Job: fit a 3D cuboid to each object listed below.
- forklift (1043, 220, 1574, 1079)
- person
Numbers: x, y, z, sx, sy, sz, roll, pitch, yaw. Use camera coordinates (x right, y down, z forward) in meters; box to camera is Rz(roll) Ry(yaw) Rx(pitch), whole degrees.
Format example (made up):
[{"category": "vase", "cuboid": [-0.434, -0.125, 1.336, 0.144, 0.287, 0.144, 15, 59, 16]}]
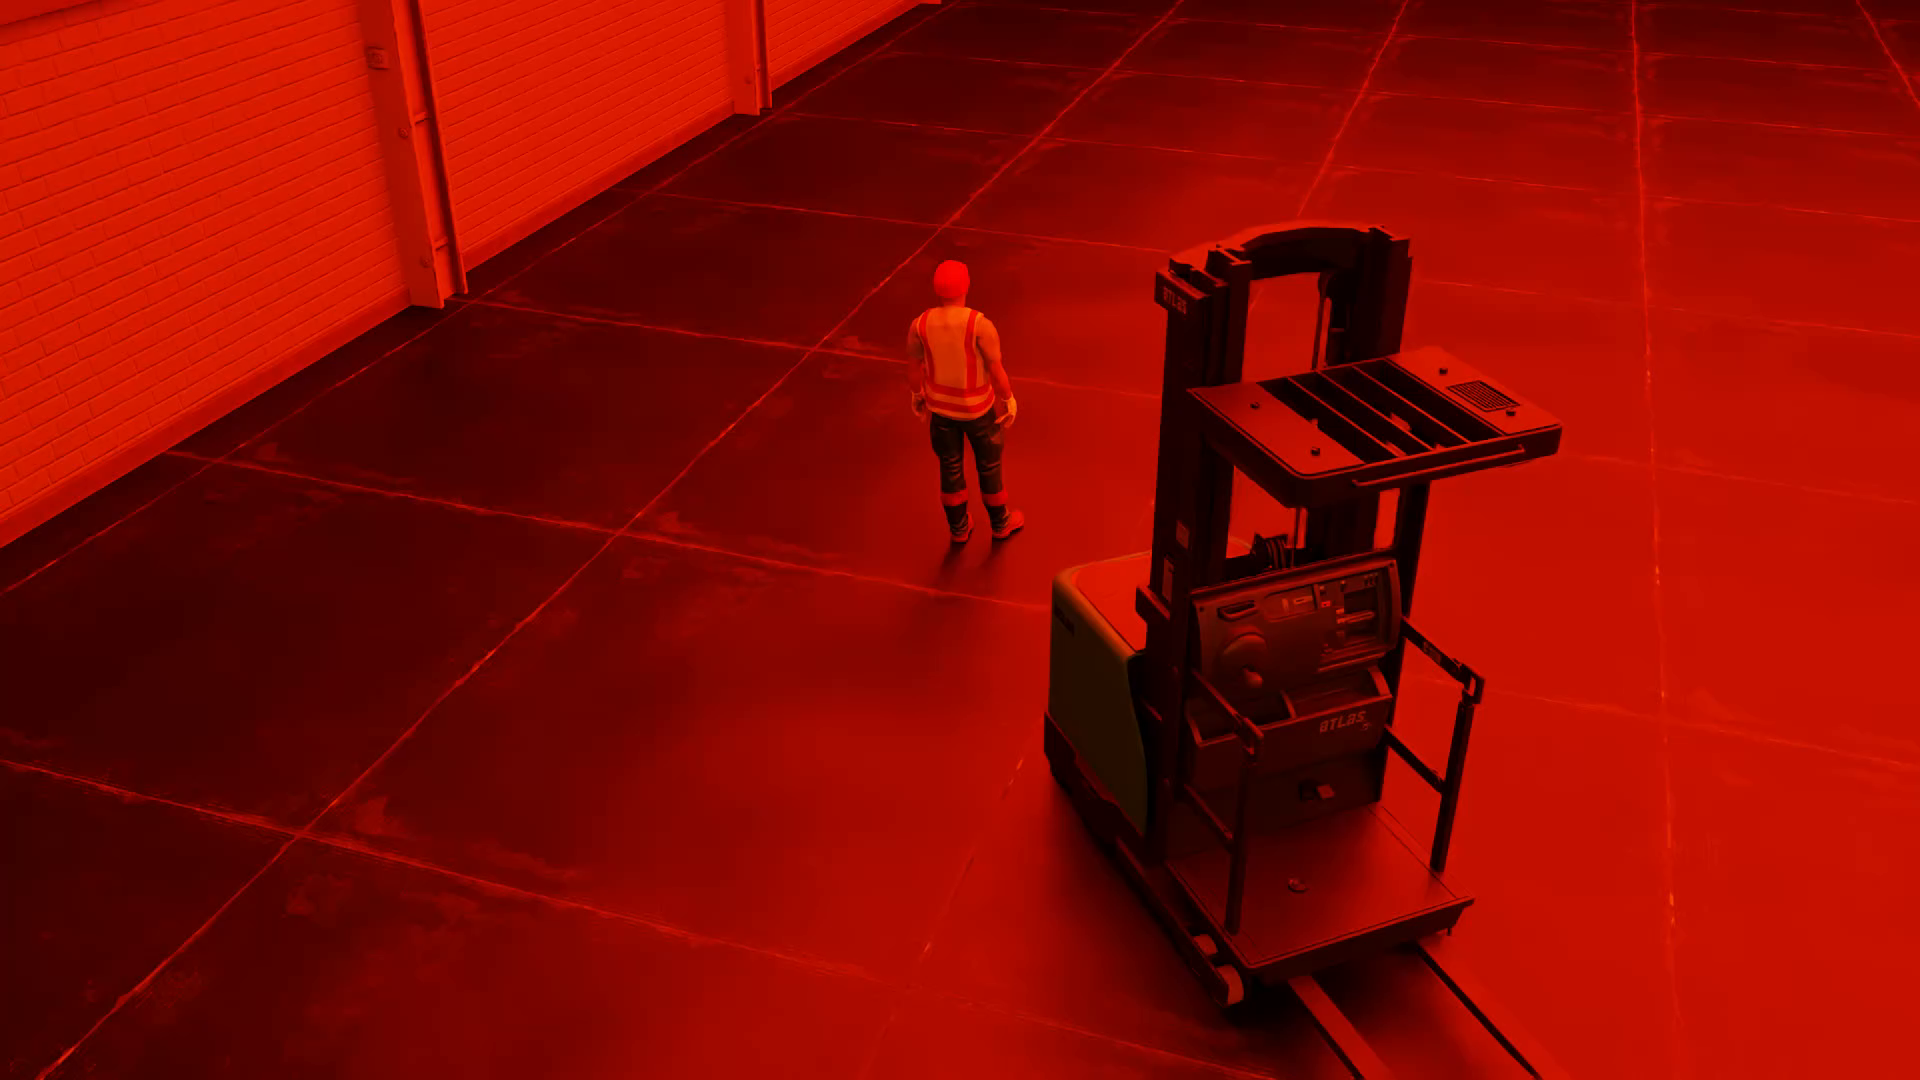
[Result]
[{"category": "forklift", "cuboid": [1.438, 0.384, 6.464, 1.130, 2.935, 3.031, -12, 32, -19]}, {"category": "person", "cuboid": [0.036, -0.819, 9.713, 0.638, 1.789, 0.562, 10, 31, 16]}]
